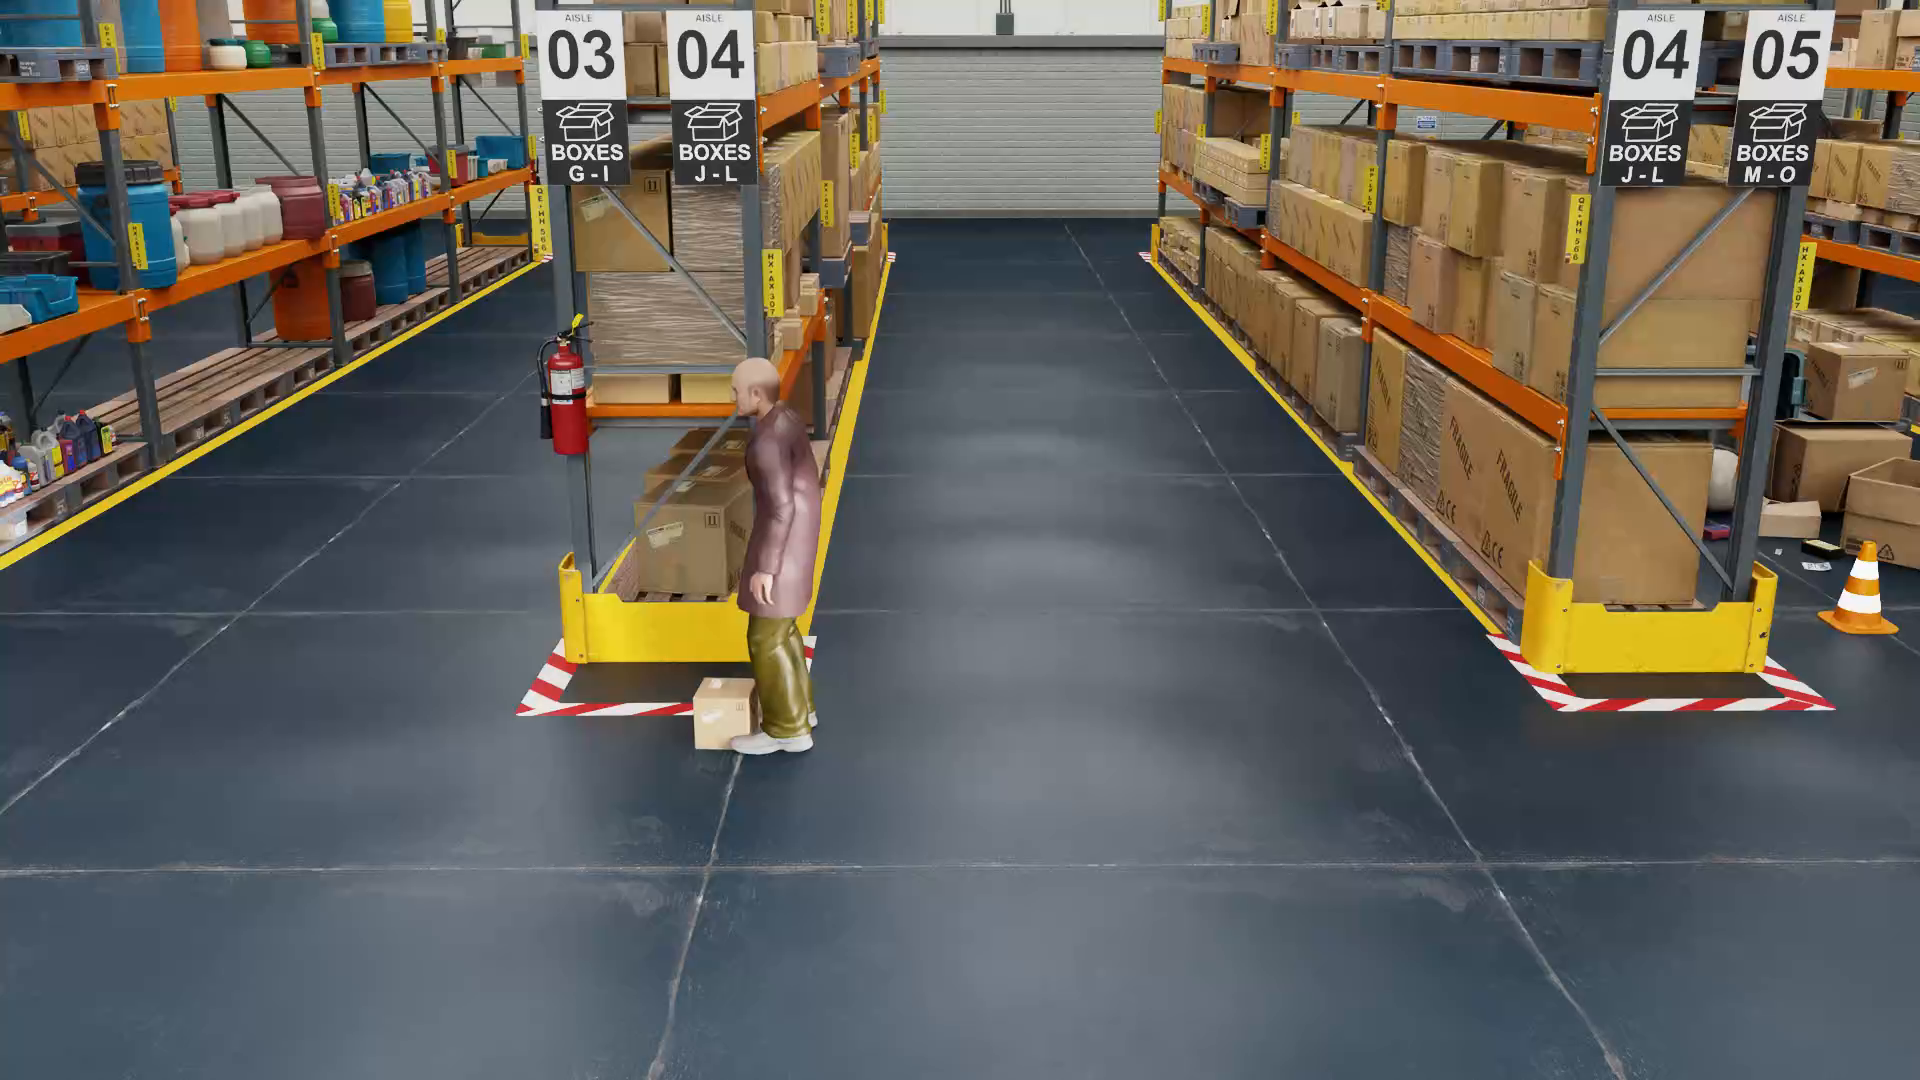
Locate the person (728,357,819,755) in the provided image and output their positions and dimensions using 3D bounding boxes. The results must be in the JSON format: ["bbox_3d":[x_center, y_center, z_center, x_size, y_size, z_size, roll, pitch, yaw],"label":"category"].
[{"bbox_3d":[-0.826,0.066,7.352,0.417,1.774,0.656,1,17,2],"label":"person"}]
